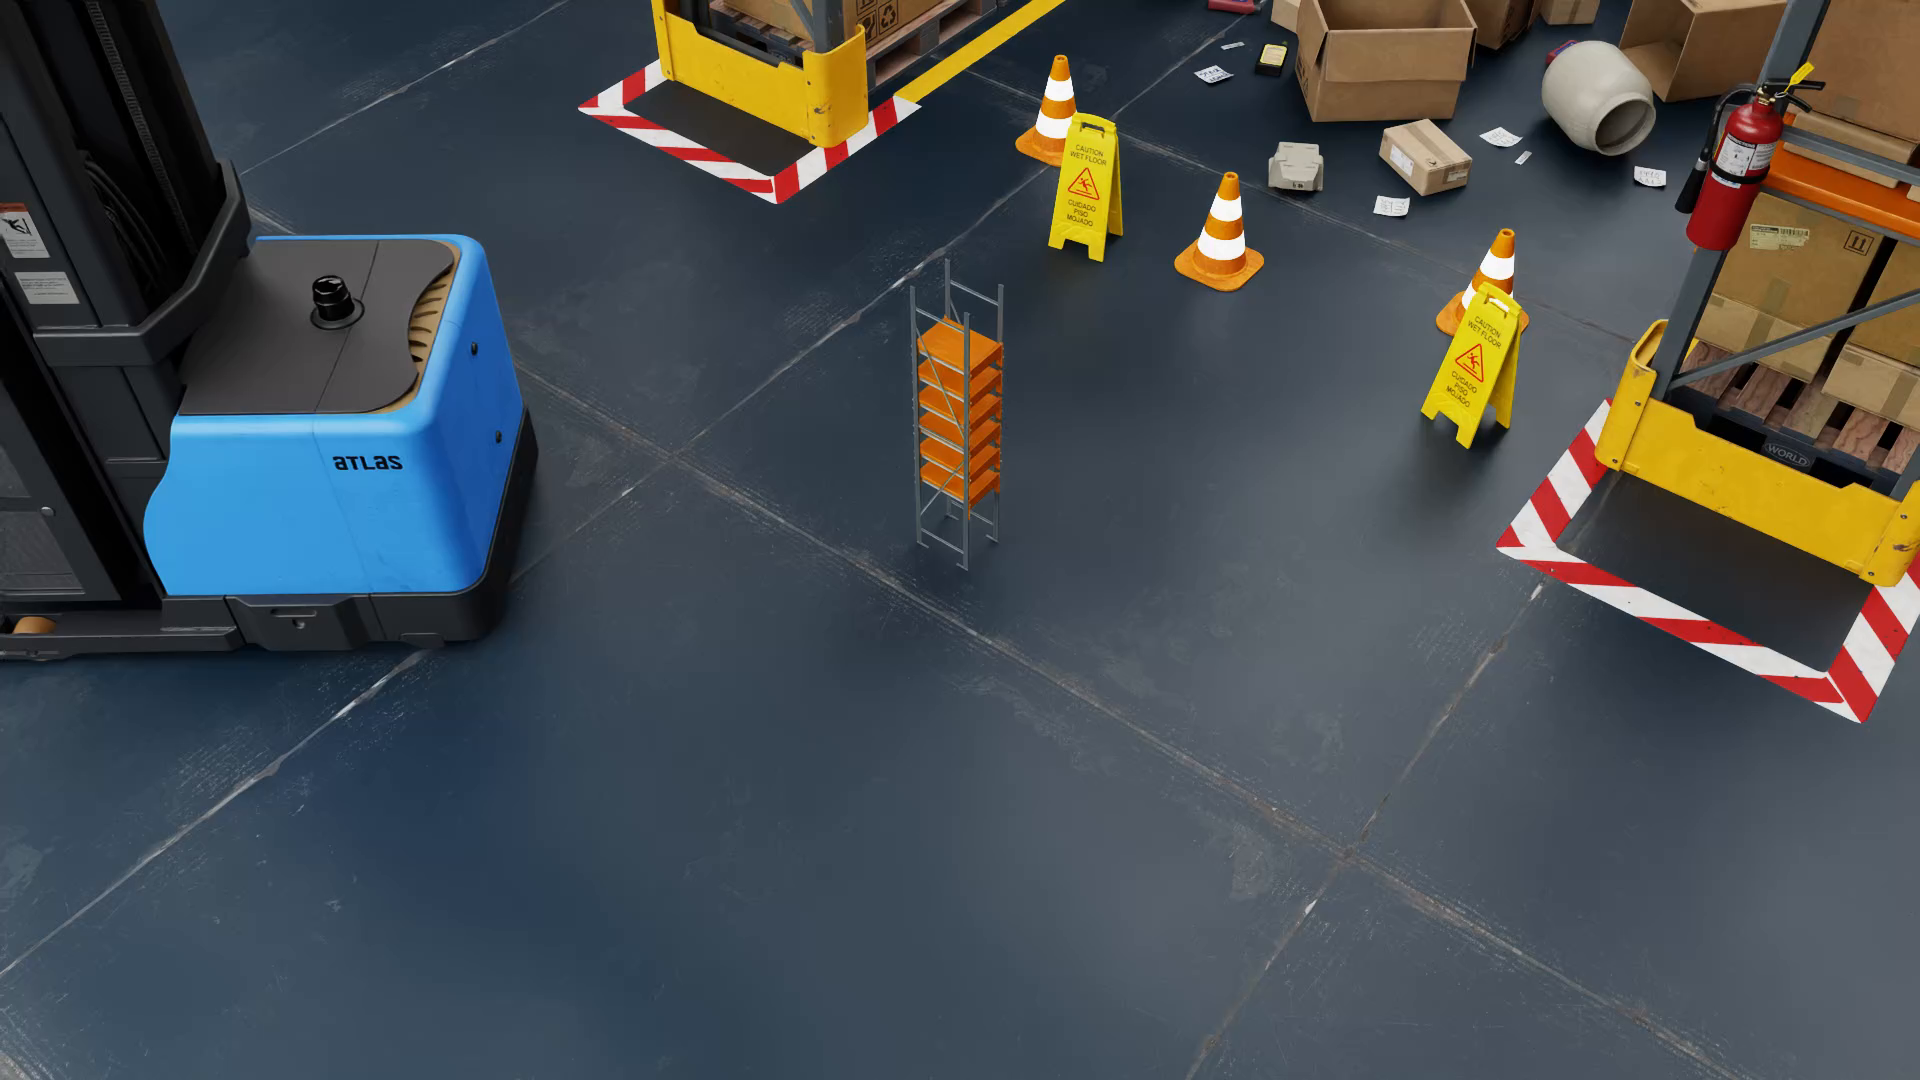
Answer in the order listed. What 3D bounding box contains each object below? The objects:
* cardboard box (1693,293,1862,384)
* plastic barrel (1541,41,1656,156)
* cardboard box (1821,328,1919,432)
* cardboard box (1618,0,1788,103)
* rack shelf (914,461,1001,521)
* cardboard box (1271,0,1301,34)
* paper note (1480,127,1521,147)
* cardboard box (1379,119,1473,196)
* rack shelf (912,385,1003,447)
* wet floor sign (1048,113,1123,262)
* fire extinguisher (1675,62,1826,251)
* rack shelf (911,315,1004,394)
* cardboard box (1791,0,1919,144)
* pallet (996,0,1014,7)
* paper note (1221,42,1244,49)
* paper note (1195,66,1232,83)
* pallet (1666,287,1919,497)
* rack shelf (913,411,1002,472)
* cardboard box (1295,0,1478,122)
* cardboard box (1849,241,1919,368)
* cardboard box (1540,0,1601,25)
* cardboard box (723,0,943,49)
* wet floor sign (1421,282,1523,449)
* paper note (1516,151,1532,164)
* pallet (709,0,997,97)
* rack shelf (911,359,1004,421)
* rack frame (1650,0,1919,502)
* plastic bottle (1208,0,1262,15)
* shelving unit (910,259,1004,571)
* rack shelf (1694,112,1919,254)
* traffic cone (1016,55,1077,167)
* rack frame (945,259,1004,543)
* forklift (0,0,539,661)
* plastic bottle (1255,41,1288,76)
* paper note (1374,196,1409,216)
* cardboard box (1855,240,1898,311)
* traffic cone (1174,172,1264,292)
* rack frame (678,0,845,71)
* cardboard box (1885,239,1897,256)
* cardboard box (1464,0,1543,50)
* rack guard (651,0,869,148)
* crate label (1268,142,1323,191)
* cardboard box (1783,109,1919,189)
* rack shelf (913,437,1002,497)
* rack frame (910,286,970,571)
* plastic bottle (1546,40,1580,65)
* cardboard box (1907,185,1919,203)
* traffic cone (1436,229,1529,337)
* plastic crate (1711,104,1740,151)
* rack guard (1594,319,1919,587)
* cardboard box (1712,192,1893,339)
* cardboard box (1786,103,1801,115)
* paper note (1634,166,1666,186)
[{"bbox_3d":[3.298,-0.948,6.692,0.500,0.250,0.500,29,53,25],"label":"cardboard box"},{"bbox_3d":[3.066,-2.118,7.981,0.421,0.421,0.512,-9,47,-8],"label":"plastic barrel"},{"bbox_3d":[3.714,-0.692,6.447,0.500,0.250,0.500,29,53,25],"label":"cardboard box"},{"bbox_3d":[3.715,-2.572,8.359,0.500,0.500,0.500,-9,47,-8],"label":"cardboard box"},{"bbox_3d":[-0.009,-0.210,6.014,0.258,0.103,0.180,29,53,25],"label":"rack shelf"},{"bbox_3d":[1.875,-2.834,8.774,0.258,0.266,0.396,-33,55,-28],"label":"cardboard box"},{"bbox_3d":[2.642,-1.968,8.117,0.142,0.019,0.148,-25,51,-22],"label":"paper note"},{"bbox_3d":[2.204,-1.815,7.881,0.250,0.149,0.380,-17,49,-15],"label":"cardboard box"},{"bbox_3d":[-0.009,-0.458,5.754,0.258,0.103,0.180,29,53,25],"label":"rack shelf"},{"bbox_3d":[0.572,-1.582,7.315,0.267,0.644,0.232,21,50,19],"label":"wet floor sign"},{"bbox_3d":[2.567,-1.269,5.441,0.296,0.674,0.183,29,53,25],"label":"fire extinguisher"},{"bbox_3d":[-0.009,-0.624,5.580,0.258,0.103,0.180,29,53,25],"label":"rack shelf"},{"bbox_3d":[3.115,-1.727,5.550,0.500,0.500,0.500,28,53,24],"label":"cardboard box"},{"bbox_3d":[0.196,-3.512,9.459,1.003,0.211,1.213,29,53,25],"label":"pallet"},{"bbox_3d":[1.430,-2.592,8.719,0.123,0.001,0.032,-17,49,-15],"label":"paper note"},{"bbox_3d":[1.299,-2.384,8.508,0.142,0.017,0.144,-25,51,-22],"label":"paper note"},{"bbox_3d":[3.573,-0.687,6.760,1.003,0.211,1.213,29,53,25],"label":"pallet"},{"bbox_3d":[-0.009,-0.375,5.840,0.258,0.103,0.180,29,53,25],"label":"rack shelf"},{"bbox_3d":[2.072,-2.419,8.213,0.797,0.503,0.637,-2,46,-2],"label":"cardboard box"},{"bbox_3d":[3.728,-0.965,6.189,0.500,0.500,0.500,28,52,24],"label":"cardboard box"},{"bbox_3d":[3.251,-2.984,8.917,0.258,0.266,0.396,-2,46,-2],"label":"cardboard box"},{"bbox_3d":[-0.615,-3.116,8.331,0.875,0.875,0.875,29,53,25],"label":"cardboard box"},{"bbox_3d":[2.039,-0.708,6.480,0.232,0.644,0.267,-25,51,-22],"label":"wet floor sign"},{"bbox_3d":[2.711,-1.840,8.001,0.032,0.001,0.123,29,53,25],"label":"paper note"},{"bbox_3d":[-0.550,-2.816,8.795,1.003,0.211,1.213,29,53,25],"label":"pallet"},{"bbox_3d":[-0.009,-0.541,5.667,0.258,0.103,0.180,29,53,25],"label":"rack shelf"},{"bbox_3d":[3.002,-1.157,5.281,1.000,3.000,0.127,29,53,25],"label":"rack frame"},{"bbox_3d":[1.494,-2.902,8.980,0.283,0.061,0.133,13,48,12],"label":"plastic bottle"},{"bbox_3d":[-0.009,-0.406,5.808,0.258,1.200,0.189,29,53,25],"label":"shelving unit"},{"bbox_3d":[4.224,-2.053,6.634,1.077,0.370,4.000,29,53,25],"label":"rack shelf"},{"bbox_3d":[0.471,-2.087,7.924,0.336,0.463,0.334,29,53,25],"label":"traffic cone"},{"bbox_3d":[0.047,-0.459,5.858,0.240,1.200,0.006,29,53,25],"label":"rack frame"},{"bbox_3d":[-3.147,-0.973,5.153,3.031,2.935,1.130,-1,46,-1],"label":"forklift"},{"bbox_3d":[1.617,-2.499,8.595,0.133,0.061,0.283,13,48,12],"label":"plastic bottle"},{"bbox_3d":[2.004,-1.552,7.712,0.148,0.019,0.142,13,48,12],"label":"paper note"},{"bbox_3d":[3.606,-1.227,6.959,0.500,0.250,0.500,29,53,25],"label":"cardboard box"},{"bbox_3d":[1.157,-1.393,7.261,0.336,0.463,0.334,29,53,25],"label":"traffic cone"},{"bbox_3d":[-0.977,-3.288,7.316,1.000,3.000,0.127,29,53,25],"label":"rack frame"},{"bbox_3d":[3.601,-1.485,6.687,0.500,0.500,0.500,31,54,26],"label":"cardboard box"},{"bbox_3d":[2.637,-3.005,8.678,0.797,0.637,0.503,29,53,25],"label":"cardboard box"},{"bbox_3d":[-0.992,-2.410,8.207,1.175,0.500,0.348,29,53,25],"label":"rack guard"},{"bbox_3d":[1.589,-1.758,7.835,0.250,0.136,0.298,6,47,5],"label":"crate label"},{"bbox_3d":[3.061,-1.379,5.666,0.380,0.149,0.250,31,54,26],"label":"cardboard box"},{"bbox_3d":[-0.009,-0.293,5.927,0.258,0.103,0.180,29,53,25],"label":"rack shelf"},{"bbox_3d":[-0.065,-0.354,5.758,0.240,1.200,0.006,29,53,25],"label":"rack frame"},{"bbox_3d":[3.174,-2.522,8.616,0.283,0.061,0.133,-33,55,-28],"label":"plastic bottle"},{"bbox_3d":[3.373,-1.173,5.470,0.380,0.149,0.250,29,53,25],"label":"cardboard box"},{"bbox_3d":[2.244,-1.097,6.978,0.336,0.463,0.334,29,53,25],"label":"traffic cone"},{"bbox_3d":[3.838,-1.902,8.011,0.402,0.080,0.583,13,48,12],"label":"plastic crate"},{"bbox_3d":[3.048,-0.337,6.226,1.175,0.500,0.348,29,53,25],"label":"rack guard"},{"bbox_3d":[3.285,-1.185,6.400,0.500,0.500,0.500,30,53,25],"label":"cardboard box"},{"bbox_3d":[3.128,-1.573,5.852,0.380,0.149,0.250,29,53,25],"label":"cardboard box"},{"bbox_3d":[3.272,-1.726,7.878,0.142,0.019,0.148,13,48,12],"label":"paper note"}]
